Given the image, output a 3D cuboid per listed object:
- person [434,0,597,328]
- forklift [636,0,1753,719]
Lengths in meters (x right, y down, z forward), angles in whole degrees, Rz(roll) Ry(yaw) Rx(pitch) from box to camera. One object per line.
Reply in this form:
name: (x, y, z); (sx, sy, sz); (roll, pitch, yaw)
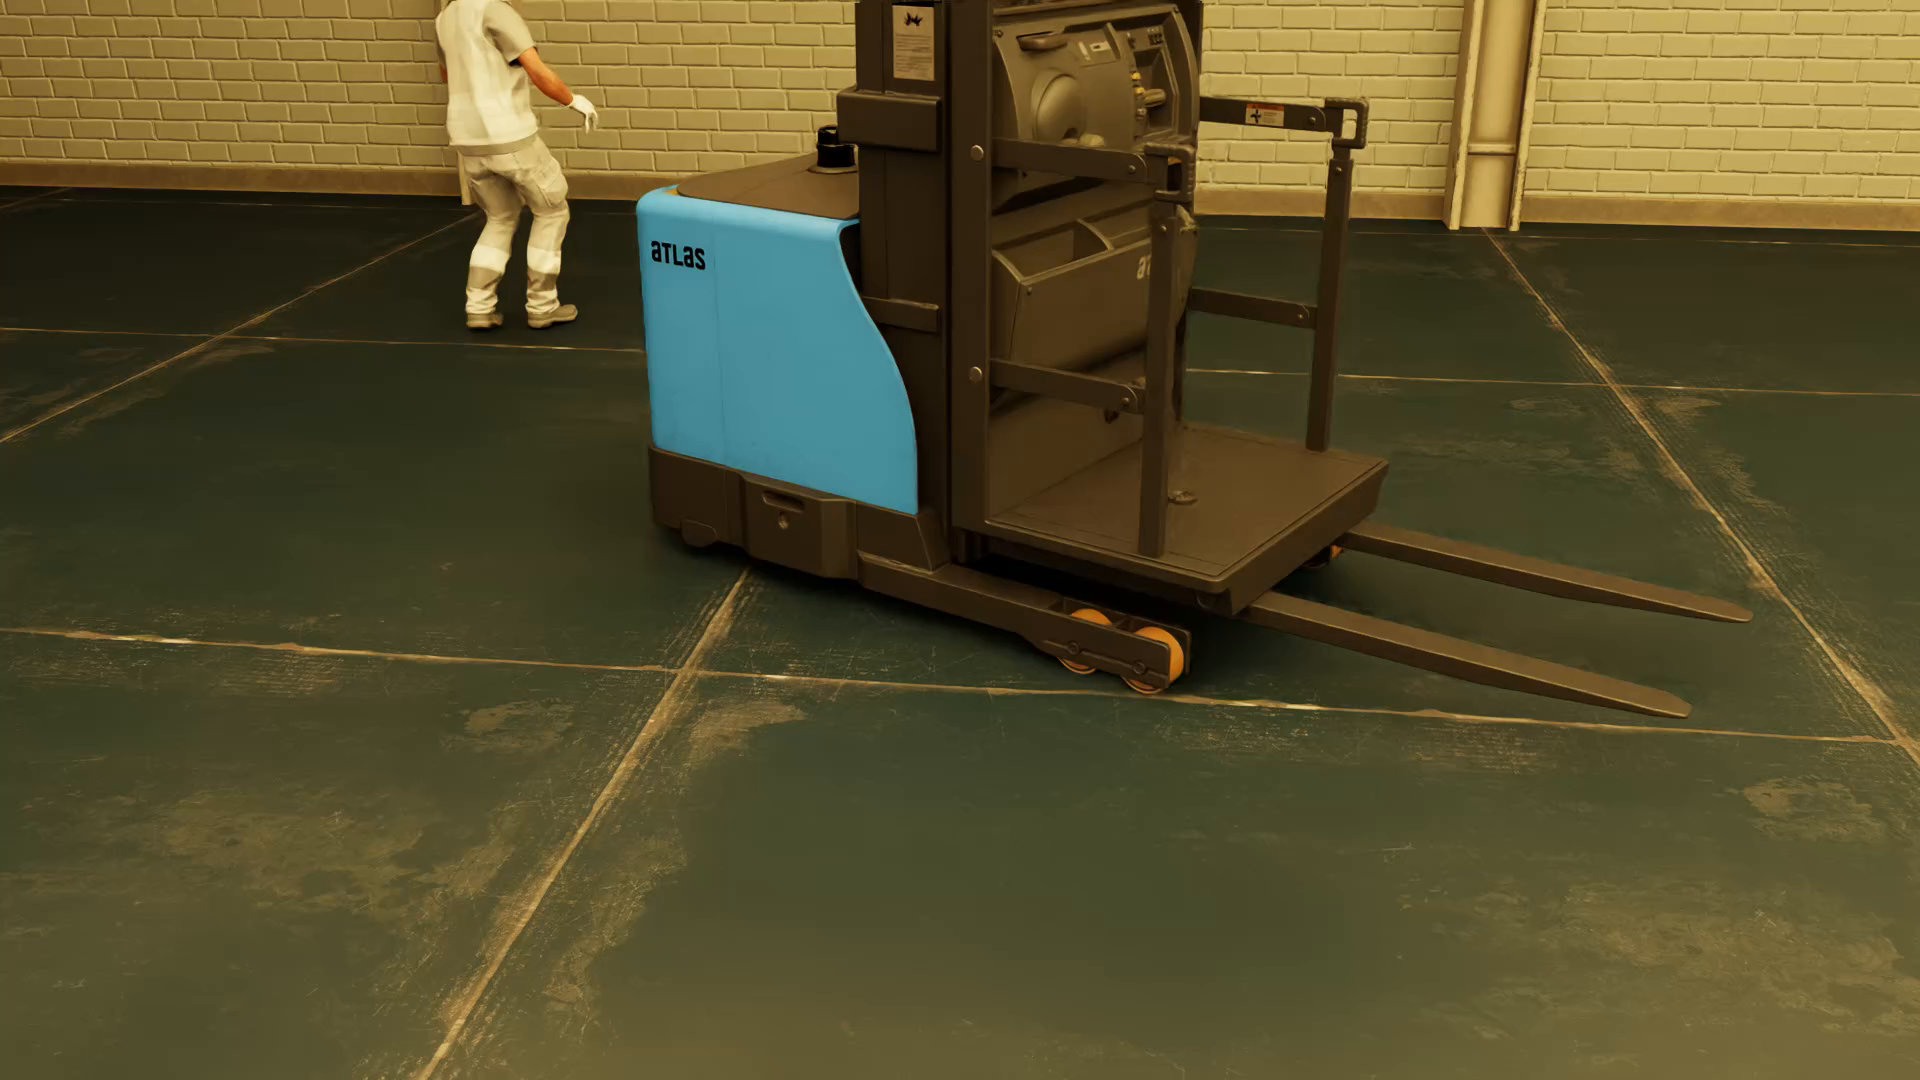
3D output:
person: (-1.954, -1.773, 7.339); (0.784, 1.722, 0.675); (12, 25, 28)
forklift: (0.543, -1.195, 4.222); (3.031, 2.935, 1.130); (15, 26, 32)
